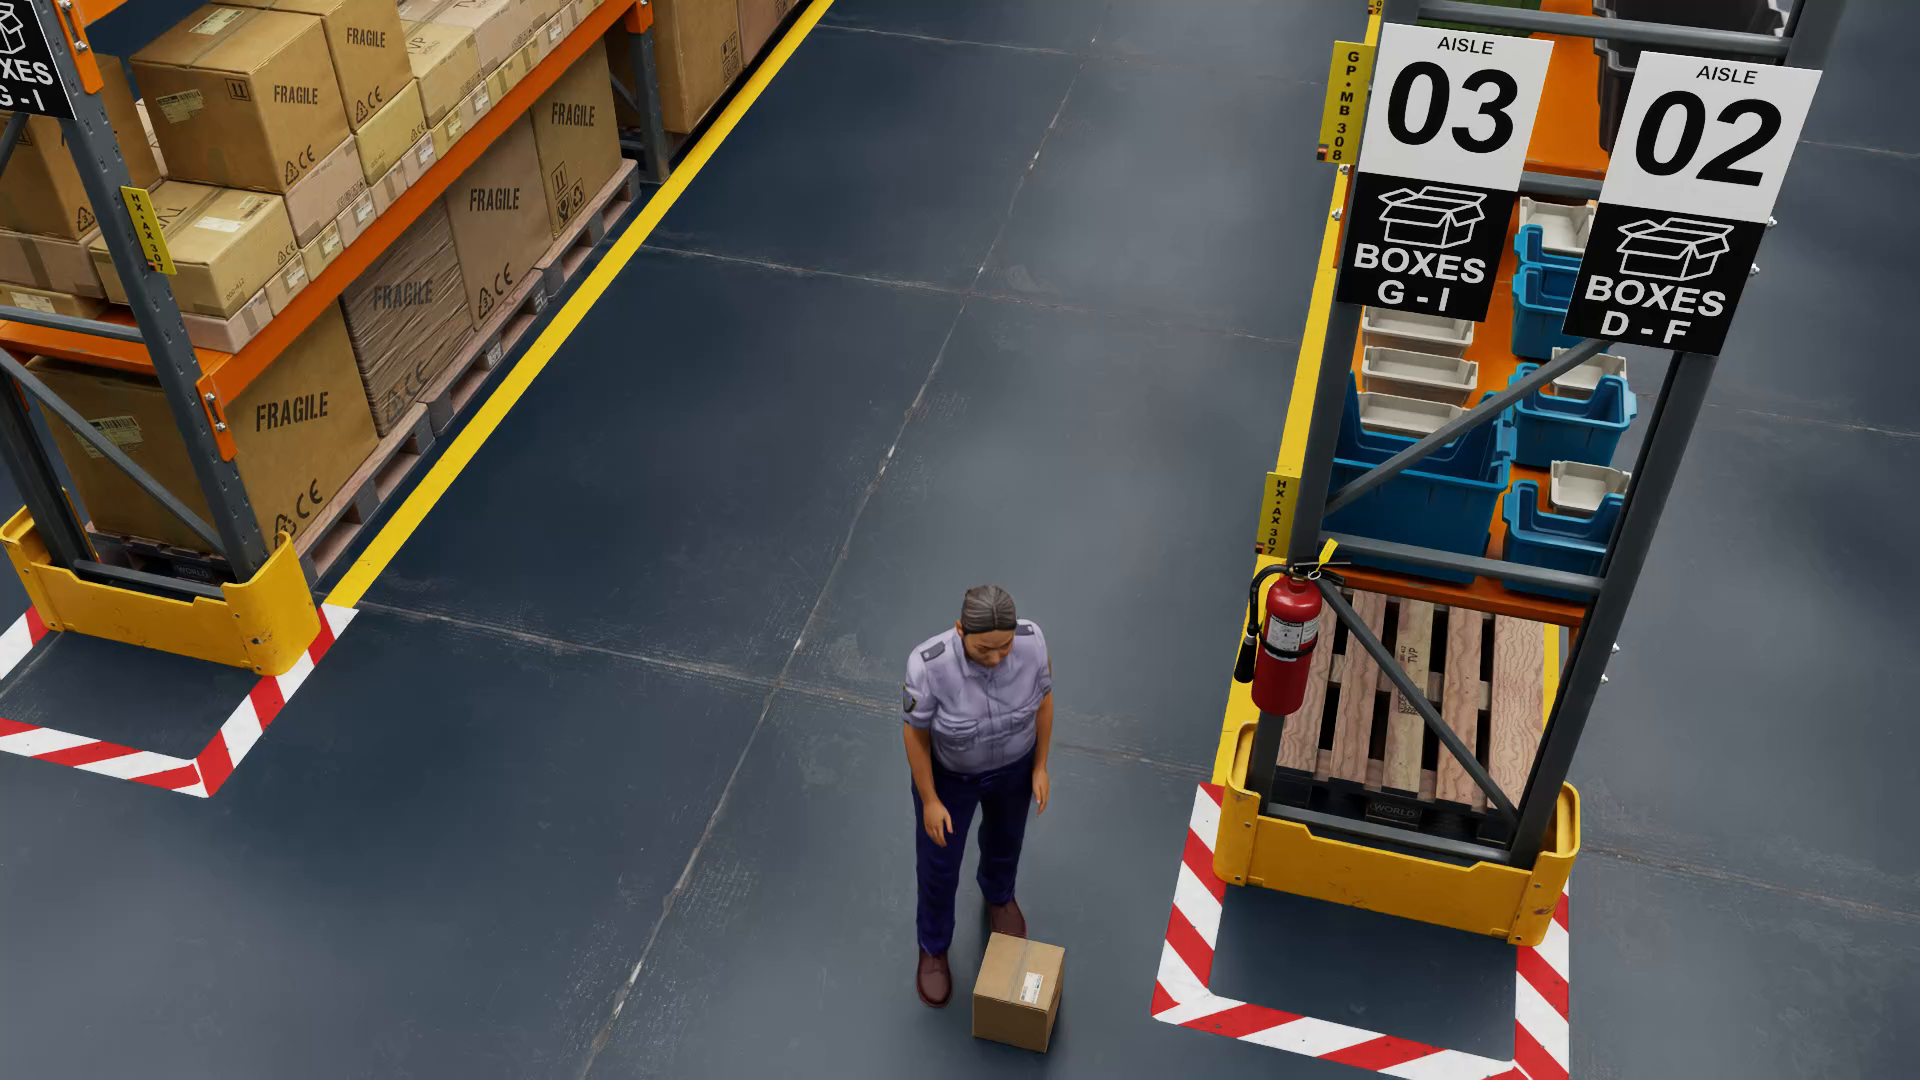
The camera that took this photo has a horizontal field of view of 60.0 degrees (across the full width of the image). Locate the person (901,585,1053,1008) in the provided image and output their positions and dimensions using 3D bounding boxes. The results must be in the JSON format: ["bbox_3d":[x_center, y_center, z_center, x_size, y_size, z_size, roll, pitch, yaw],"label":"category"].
[{"bbox_3d":[0.054,0.769,5.288,0.525,1.663,0.468,-13,43,-14],"label":"person"}]
